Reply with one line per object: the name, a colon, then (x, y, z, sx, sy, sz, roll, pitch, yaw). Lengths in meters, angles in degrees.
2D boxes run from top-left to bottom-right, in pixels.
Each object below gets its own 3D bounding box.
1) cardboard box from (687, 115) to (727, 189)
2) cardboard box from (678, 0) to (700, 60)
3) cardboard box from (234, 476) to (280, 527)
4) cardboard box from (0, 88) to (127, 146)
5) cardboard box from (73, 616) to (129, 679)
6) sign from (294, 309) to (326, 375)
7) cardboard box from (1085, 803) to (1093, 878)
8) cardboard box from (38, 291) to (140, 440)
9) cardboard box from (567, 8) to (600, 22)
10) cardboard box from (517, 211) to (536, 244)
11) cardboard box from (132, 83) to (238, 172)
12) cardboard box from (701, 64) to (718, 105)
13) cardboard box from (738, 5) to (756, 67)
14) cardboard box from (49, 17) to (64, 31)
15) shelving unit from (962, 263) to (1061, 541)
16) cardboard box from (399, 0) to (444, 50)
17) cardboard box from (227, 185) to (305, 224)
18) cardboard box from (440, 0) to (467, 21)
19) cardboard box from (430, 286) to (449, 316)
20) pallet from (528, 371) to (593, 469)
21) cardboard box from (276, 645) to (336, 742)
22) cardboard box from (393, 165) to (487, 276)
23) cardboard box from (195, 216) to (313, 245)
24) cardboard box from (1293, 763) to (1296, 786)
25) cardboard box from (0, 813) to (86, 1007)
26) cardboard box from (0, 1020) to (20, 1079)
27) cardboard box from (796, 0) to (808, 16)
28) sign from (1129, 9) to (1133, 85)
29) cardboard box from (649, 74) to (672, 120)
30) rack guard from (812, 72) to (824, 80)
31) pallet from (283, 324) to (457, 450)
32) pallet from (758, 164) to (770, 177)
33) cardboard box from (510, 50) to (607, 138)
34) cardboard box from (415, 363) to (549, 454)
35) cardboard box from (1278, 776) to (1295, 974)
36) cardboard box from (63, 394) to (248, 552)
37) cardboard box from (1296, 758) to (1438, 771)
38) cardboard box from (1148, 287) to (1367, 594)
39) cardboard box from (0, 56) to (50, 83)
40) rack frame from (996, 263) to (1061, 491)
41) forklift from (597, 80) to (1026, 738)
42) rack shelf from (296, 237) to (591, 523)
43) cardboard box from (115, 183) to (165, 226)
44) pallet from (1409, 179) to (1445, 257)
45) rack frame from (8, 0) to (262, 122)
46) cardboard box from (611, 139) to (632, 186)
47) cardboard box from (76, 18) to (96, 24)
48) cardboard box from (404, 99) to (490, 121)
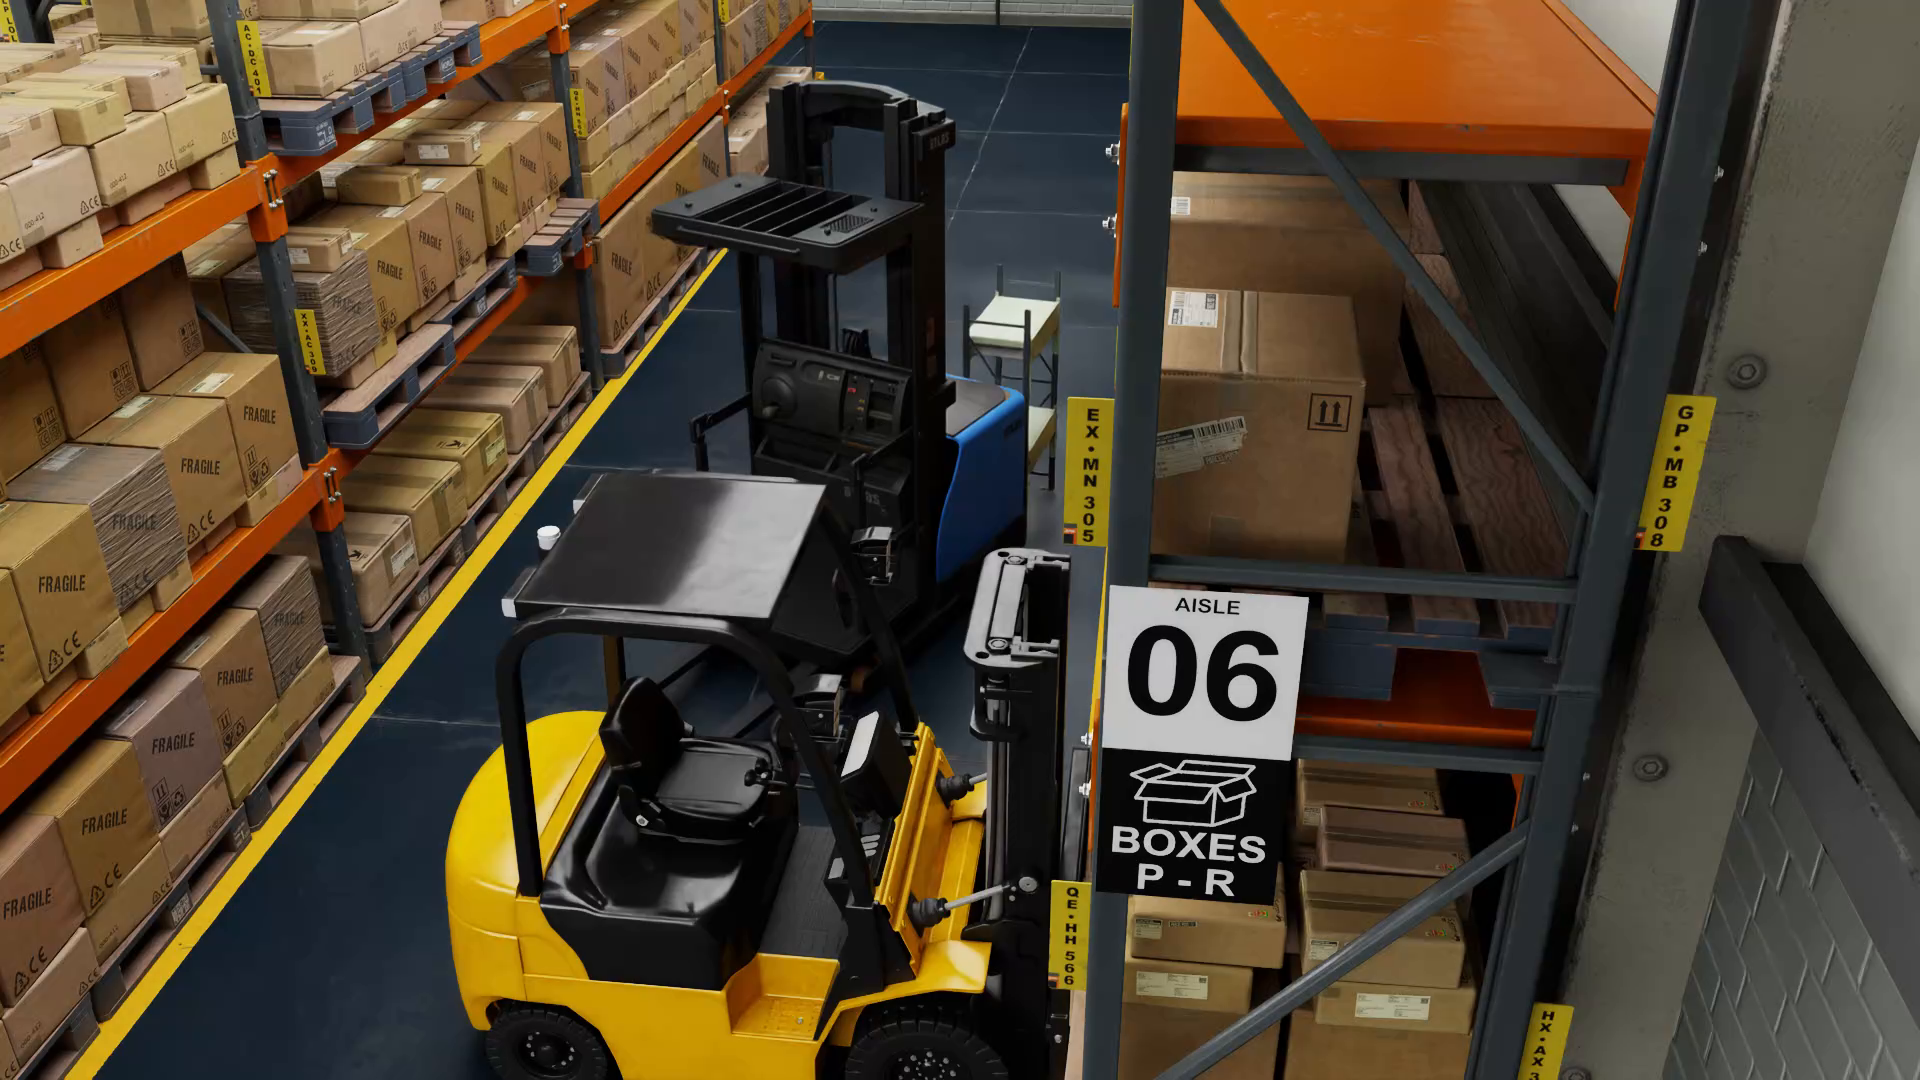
cardboard box: (-2.656, -3.307, 15.024, 0.875, 0.875, 0.875, 4, 29, 8)
cardboard box: (-2.521, -4.370, 14.039, 0.500, 0.500, 0.500, 4, 29, 7)
cardboard box: (-3.400, -0.191, 7.707, 0.380, 0.149, 0.250, 4, 29, 7)
cardboard box: (-3.440, -1.614, 6.345, 0.380, 0.149, 0.250, 4, 29, 8)
cardboard box: (-3.554, 0.411, 6.589, 0.380, 0.149, 0.250, 4, 29, 7)
sign: (-3.100, -0.942, 7.923, 0.100, 0.325, 0.005, 3, 28, 6)
cardboard box: (0.722, 1.215, 6.235, 0.500, 0.250, 0.500, 3, 28, 5)
cardboard box: (-3.993, -0.770, 7.044, 0.700, 0.500, 0.500, 4, 29, 6)
cardboard box: (-3.155, -3.927, 13.218, 0.500, 0.500, 0.500, 3, 28, 5)
cardboard box: (-2.942, -2.008, 10.637, 0.380, 0.149, 0.250, 2, 28, 4)
cardboard box: (-3.427, -1.750, 7.017, 0.500, 0.250, 0.500, 3, 28, 6)
cardboard box: (-2.464, -4.063, 14.786, 0.500, 0.250, 0.500, 3, 28, 5)
cardboard box: (-2.276, -4.841, 15.967, 0.500, 0.500, 0.500, 4, 29, 7)
cardboard box: (-8.152, -4.520, 14.672, 0.380, 0.149, 0.250, 4, 29, 7)
shelving unit: (0.317, -0.848, 10.243, 0.431, 1.500, 0.755, 8, 29, 15)
cardboard box: (-3.069, -2.757, 8.758, 0.500, 0.250, 0.500, 3, 28, 6)
cardboard box: (-3.736, -1.790, 8.864, 0.380, 0.149, 0.250, 3, 28, 5)
cardboard box: (-3.308, -3.118, 9.603, 0.797, 0.503, 0.637, 3, 28, 6)
cardboard box: (-3.155, -1.395, 9.498, 0.380, 0.149, 0.250, 4, 29, 7)
pallet: (-3.247, -0.876, 11.654, 1.003, 0.211, 1.213, 3, 28, 6)
cardboard box: (-3.445, 0.731, 8.187, 0.500, 0.250, 0.500, 5, 29, 9)
cardboard box: (-3.110, -1.863, 9.683, 0.500, 0.500, 0.500, 2, 28, 4)
cardboard box: (-3.751, -1.413, 8.848, 0.500, 0.500, 0.500, 4, 29, 6)
cardboard box: (1.194, 0.745, 4.915, 0.380, 0.149, 0.250, 2, 28, 4)
cardboard box: (-3.694, 1.368, 6.213, 0.500, 0.500, 0.500, 2, 28, 4)
cardboard box: (-3.757, 1.956, 5.913, 0.500, 0.250, 0.500, 3, 28, 6)
cardboard box: (-1.966, -6.039, 18.191, 0.500, 0.500, 0.500, 4, 29, 6)
sign: (0.747, -2.016, 6.789, 0.100, 0.325, 0.005, 3, 28, 6)
cardboard box: (-2.629, -3.565, 13.336, 0.500, 0.250, 0.500, 4, 29, 7)
rack guard: (-2.166, -5.148, 19.279, 1.175, 0.500, 0.348, 3, 28, 6)
pallet: (-3.402, -0.856, 8.878, 1.003, 0.211, 1.213, 3, 28, 6)
pallet: (-2.489, -3.480, 16.487, 1.003, 0.211, 1.213, 3, 28, 6)
cardboard box: (-2.846, -3.174, 11.819, 0.500, 0.500, 0.500, 2, 28, 5)
cardboard box: (-3.311, -0.886, 11.061, 0.950, 0.372, 0.625, 3, 28, 5)
cardboard box: (1.175, 1.073, 4.990, 0.500, 0.500, 0.500, 4, 29, 8)
cardboard box: (-3.504, -0.297, 7.220, 0.500, 0.500, 0.500, 4, 29, 8)
cardboard box: (1.179, 0.613, 4.847, 0.380, 0.149, 0.250, 4, 29, 6)
cardboard box: (0.609, -0.235, 3.708, 0.500, 0.500, 0.500, 4, 29, 8)
cardboard box: (-4.005, -1.896, 6.869, 0.380, 0.149, 0.250, 4, 29, 8)
rack frame: (0.422, -1.015, 10.552, 0.400, 1.500, 0.023, 8, 29, 15)
forklift: (-0.788, -0.718, 8.493, 1.130, 2.935, 3.031, 16, 32, 26)
rack shelf: (-3.395, -1.213, 10.098, 1.077, 0.370, 4.000, 3, 28, 6)
cardboard box: (-3.501, -1.397, 6.782, 0.380, 0.149, 0.250, 4, 29, 7)
pallet: (1.208, -1.181, 6.209, 1.003, 0.211, 1.213, 3, 28, 6)
rack frame: (-3.640, -3.230, 6.757, 1.000, 3.000, 0.127, 3, 28, 6)
cardboard box: (-2.795, -2.864, 12.562, 0.500, 0.250, 0.500, 3, 28, 5)
cardboard box: (-7.506, -4.482, 14.602, 0.380, 0.149, 0.250, 2, 28, 5)
cardboard box: (-3.434, -2.633, 11.113, 0.500, 0.500, 0.500, 3, 28, 5)
